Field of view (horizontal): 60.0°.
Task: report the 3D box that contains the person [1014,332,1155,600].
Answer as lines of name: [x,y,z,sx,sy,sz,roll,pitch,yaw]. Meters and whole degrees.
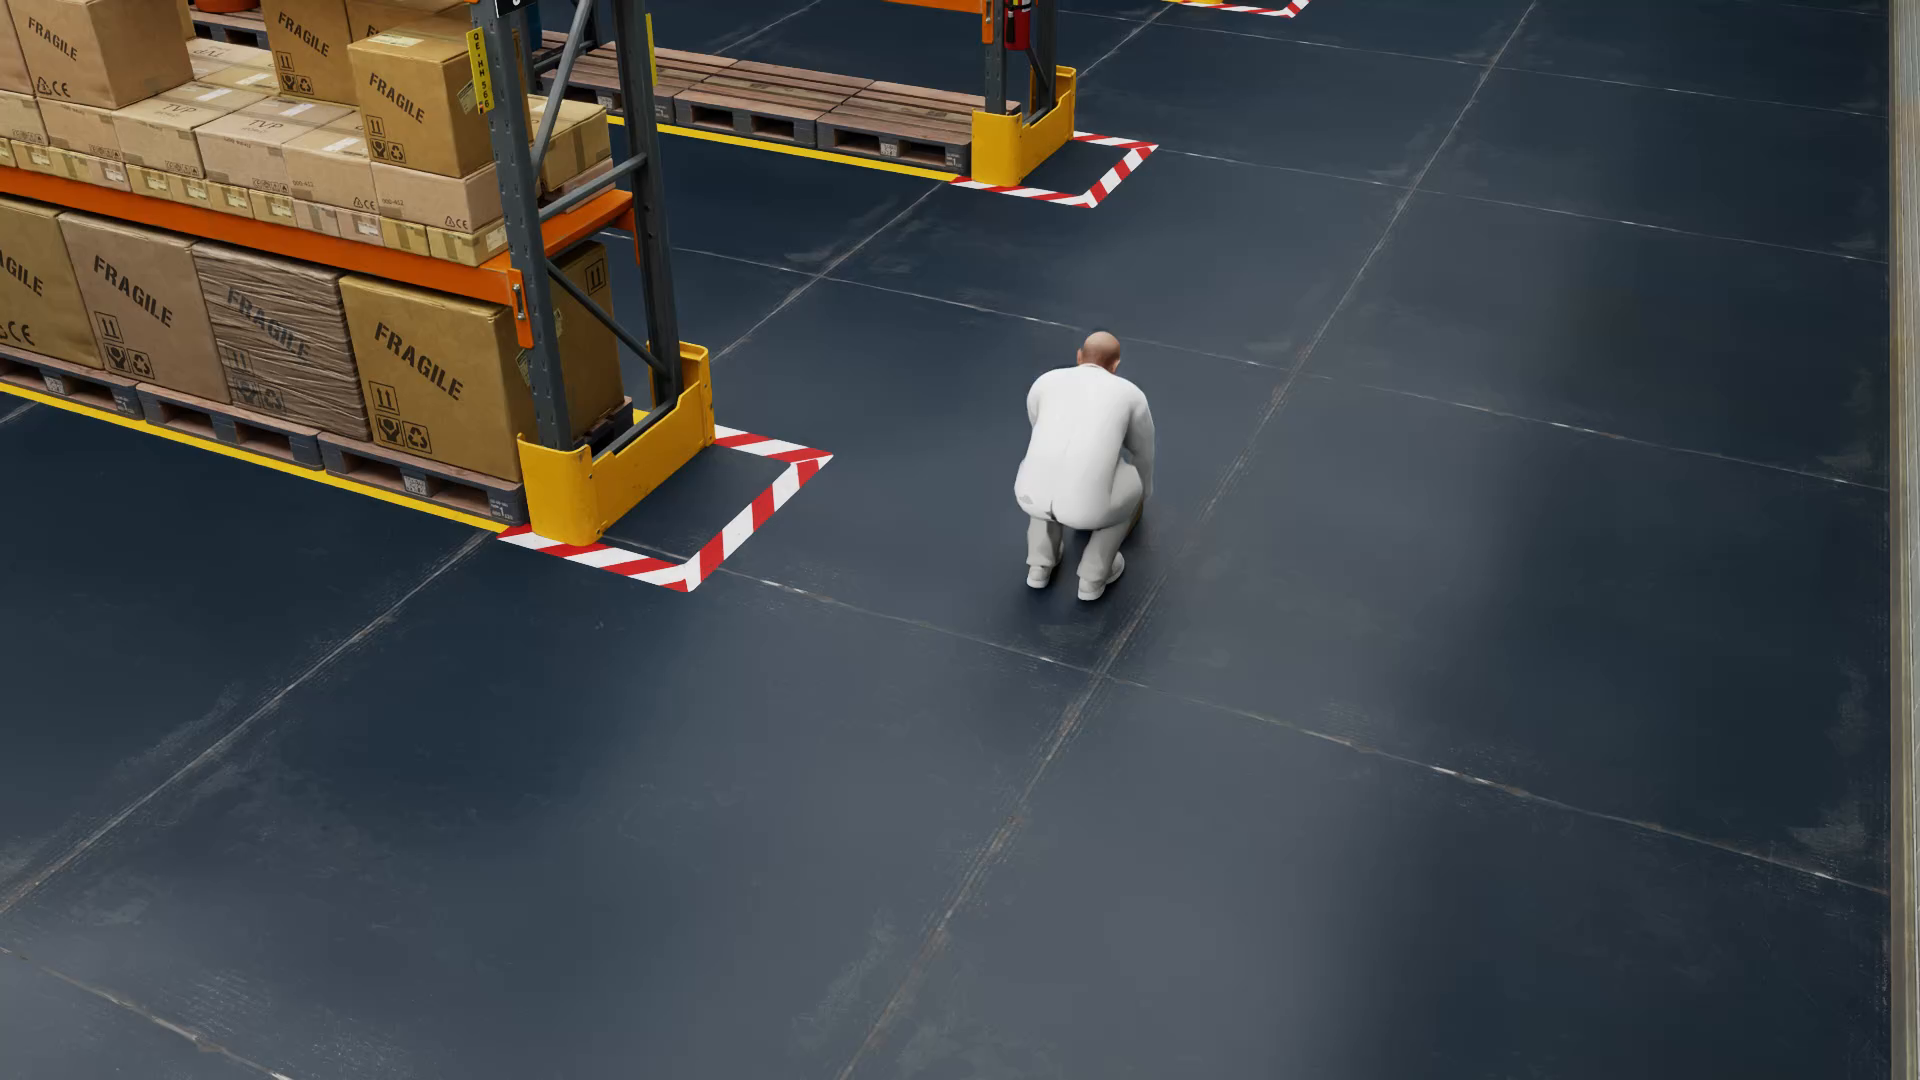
person: [0.539,-0.315,7.362,0.611,0.981,0.896,14,36,20]
